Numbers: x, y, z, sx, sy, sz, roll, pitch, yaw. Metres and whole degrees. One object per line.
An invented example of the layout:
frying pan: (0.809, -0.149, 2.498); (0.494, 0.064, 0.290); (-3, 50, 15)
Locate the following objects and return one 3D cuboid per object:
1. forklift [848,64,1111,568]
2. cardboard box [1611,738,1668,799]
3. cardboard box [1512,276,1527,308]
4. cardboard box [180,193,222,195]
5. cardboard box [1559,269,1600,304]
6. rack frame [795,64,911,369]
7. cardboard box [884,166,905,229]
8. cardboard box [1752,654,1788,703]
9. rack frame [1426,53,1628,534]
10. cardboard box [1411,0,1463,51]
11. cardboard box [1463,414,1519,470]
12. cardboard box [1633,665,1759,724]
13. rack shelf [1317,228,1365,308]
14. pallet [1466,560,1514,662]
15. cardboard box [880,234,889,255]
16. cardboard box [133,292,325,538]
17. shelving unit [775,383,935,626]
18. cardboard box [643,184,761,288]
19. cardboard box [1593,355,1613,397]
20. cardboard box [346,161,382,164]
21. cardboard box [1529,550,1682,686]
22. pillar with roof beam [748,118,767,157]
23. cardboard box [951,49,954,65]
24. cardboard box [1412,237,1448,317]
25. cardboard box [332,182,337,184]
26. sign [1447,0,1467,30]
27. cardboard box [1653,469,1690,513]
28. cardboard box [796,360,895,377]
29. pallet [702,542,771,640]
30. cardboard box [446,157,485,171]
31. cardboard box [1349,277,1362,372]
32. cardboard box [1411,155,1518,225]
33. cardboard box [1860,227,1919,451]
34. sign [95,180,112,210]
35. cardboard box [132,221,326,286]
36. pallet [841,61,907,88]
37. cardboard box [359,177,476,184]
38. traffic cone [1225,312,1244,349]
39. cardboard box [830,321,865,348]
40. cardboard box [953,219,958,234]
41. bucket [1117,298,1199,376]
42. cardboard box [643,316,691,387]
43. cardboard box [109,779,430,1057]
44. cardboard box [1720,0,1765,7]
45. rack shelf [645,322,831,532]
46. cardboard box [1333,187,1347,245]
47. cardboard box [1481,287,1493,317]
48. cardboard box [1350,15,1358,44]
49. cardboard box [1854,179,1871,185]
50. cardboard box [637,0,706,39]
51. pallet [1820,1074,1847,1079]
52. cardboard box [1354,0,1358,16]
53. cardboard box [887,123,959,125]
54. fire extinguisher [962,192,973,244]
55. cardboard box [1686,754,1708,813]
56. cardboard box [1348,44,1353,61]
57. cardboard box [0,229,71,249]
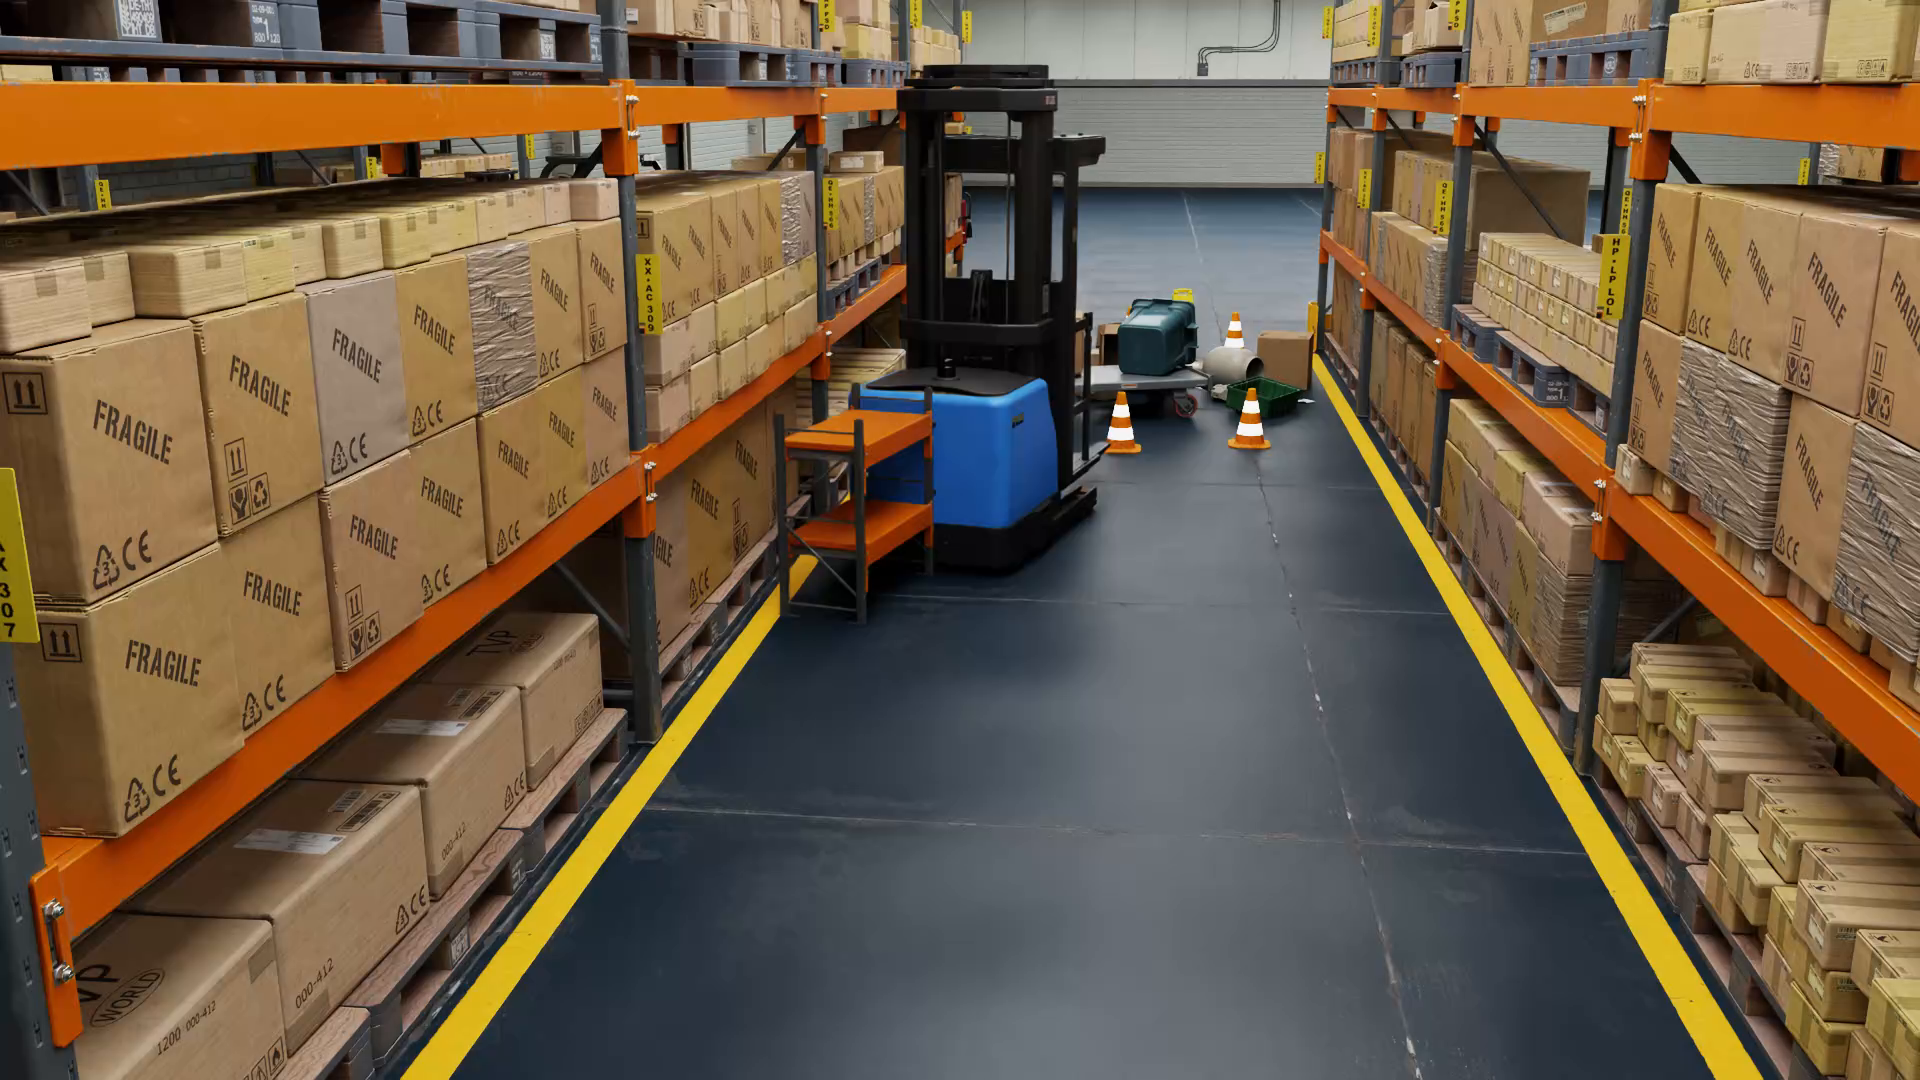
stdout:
forklift: (0.298, -1.590, 10.927); (1.130, 2.935, 3.031); (5, 16, 19)
cardboard box: (2.710, 0.877, 6.331); (0.380, 0.149, 0.250); (2, 15, 8)
cardboard box: (3.185, -1.324, 8.919); (0.380, 0.149, 0.250); (2, 15, 6)
cardboard box: (-6.285, -2.804, 13.850); (0.380, 0.149, 0.250); (2, 15, 6)
cardboard box: (3.073, -1.198, 7.882); (0.380, 0.149, 0.250); (1, 15, 4)
rack frame: (-0.927, -2.645, 14.698); (1.000, 3.000, 0.127); (2, 15, 6)
cardboard box: (-0.751, -2.913, 14.124); (0.500, 0.500, 0.500); (1, 15, 5)
cardboard box: (3.319, 0.535, 6.453); (0.380, 0.149, 0.250); (2, 15, 8)
rack frame: (3.552, -1.488, 10.420); (1.000, 3.000, 0.127); (2, 15, 6)
cardboard box: (3.470, -3.695, 11.645); (0.500, 0.500, 0.500); (2, 15, 6)
cardboard box: (3.176, -0.543, 9.472); (0.500, 0.250, 0.500); (2, 15, 6)
cardboard box: (2.766, 0.588, 6.257); (0.380, 0.149, 0.250); (2, 15, 9)
rack shelf: (4.229, -2.697, 16.268); (1.077, 0.370, 4.000); (2, 15, 6)
pallet: (3.322, 0.376, 8.867); (1.003, 0.211, 1.213); (2, 15, 6)
cardboard box: (-0.776, -2.383, 13.406); (0.380, 0.149, 0.250); (2, 15, 7)
cardboard box: (-1.892, -0.314, 3.971); (0.500, 0.500, 0.500); (1, 15, 5)
shelving unit: (-0.571, -0.230, 9.358); (0.538, 1.125, 1.048); (5, 16, 19)
cardboard box: (-1.353, -1.604, 8.741); (0.500, 0.500, 0.500); (1, 15, 5)
cardboard box: (2.977, -0.709, 7.213); (0.380, 0.149, 0.250); (2, 15, 7)
cardboard box: (-5.947, -3.718, 16.663); (0.380, 0.149, 0.250); (2, 15, 6)
cardboard box: (2.933, 0.354, 7.592); (0.500, 0.500, 0.500); (1, 15, 5)
pillar with roof beam: (-0.073, -11.112, 34.516); (9.100, 9.000, 0.400); (2, 15, 6)
cardboard box: (-0.337, -4.931, 17.123); (0.500, 0.250, 0.500); (1, 15, 5)
cardboard box: (3.393, -1.791, 11.346); (0.500, 0.500, 0.500); (2, 15, 6)
cardboard box: (-6.085, -3.309, 15.718); (0.380, 0.149, 0.250); (1, 15, 5)
sign: (3.001, -3.243, 10.018); (0.100, 0.325, 0.005); (2, 15, 6)
cardboard box: (2.788, -0.197, 6.124); (0.380, 0.149, 0.250); (2, 15, 8)
cardboard box: (-1.061, -1.257, 13.793); (0.950, 0.372, 0.625); (3, 15, 10)
pallet: (-1.682, 0.256, 9.311); (1.003, 0.211, 1.213); (2, 15, 6)
cardboard box: (-5.260, -3.967, 17.583); (0.380, 0.149, 0.250); (2, 15, 8)
cardboard box: (4.241, -2.098, 15.939); (0.875, 0.875, 0.875); (2, 15, 7)
cardboard box: (3.839, -2.663, 12.657); (0.700, 0.500, 0.500); (2, 15, 7)
cardboard box: (2.560, -0.480, 4.016); (0.500, 0.500, 0.500); (2, 15, 9)
sign: (-5.770, -2.260, 11.208); (0.100, 0.325, 0.005); (2, 15, 6)
cardboard box: (-1.875, -0.734, 4.279); (0.380, 0.149, 0.250); (2, 15, 7)
pallet: (-1.102, -3.846, 13.751); (1.213, 0.211, 1.003); (2, 15, 6)
cardboard box: (-2.123, -1.340, 6.522); (0.380, 0.149, 0.250); (1, 15, 5)
traffic cone: (2.983, -2.243, 18.069); (0.336, 0.463, 0.334); (2, 15, 6)
cardboard box: (-1.127, -2.044, 15.501); (0.500, 0.500, 0.500); (1, 15, 5)
cardboard box: (-0.223, -3.389, 17.931); (0.380, 0.149, 0.250); (2, 15, 6)
bucket: (1.728, -1.782, 14.867); (0.726, 0.611, 0.620); (7, 27, 25)
cardboard box: (-1.500, -0.845, 7.371); (0.500, 0.250, 0.500); (1, 15, 5)
cardboard box: (-2.211, 1.089, 4.991); (0.875, 0.438, 0.875); (2, 15, 8)
cardboard box: (2.747, -1.821, 5.233); (0.500, 0.250, 0.500); (2, 15, 6)
rack shelf: (-1.604, -0.742, 9.037); (1.077, 0.370, 4.000); (2, 15, 6)
cardboard box: (4.229, -3.253, 16.659); (0.875, 0.550, 0.550); (2, 15, 6)
cardboard box: (3.270, -1.390, 9.733); (0.380, 0.149, 0.250); (2, 15, 9)
cardboard box: (3.975, -4.823, 15.727); (0.500, 0.250, 0.500); (2, 15, 6)
cardboard box: (9.345, -3.308, 16.387); (0.875, 0.500, 0.500); (2, 15, 6)
cardboard box: (-1.442, -2.489, 7.379); (0.500, 0.500, 0.500); (1, 15, 5)
pallet: (2.784, 1.703, 3.958); (1.003, 0.211, 1.213); (2, 15, 6)
cardboard box: (3.899, -4.987, 15.568); (0.380, 0.149, 0.250); (2, 15, 7)
cardboard box: (-0.381, -4.087, 17.354); (0.700, 0.500, 0.500); (2, 15, 7)
fire extinguisher: (-0.005, -3.662, 18.605); (0.296, 0.674, 0.183); (2, 15, 6)
cardboard box: (2.777, 0.866, 5.800); (0.380, 0.149, 0.250); (1, 15, 3)
cardboard box: (3.927, -4.668, 15.918); (0.380, 0.149, 0.250); (2, 15, 7)
cardboard box: (-2.420, -0.676, 4.066); (0.380, 0.149, 0.250); (2, 15, 8)
